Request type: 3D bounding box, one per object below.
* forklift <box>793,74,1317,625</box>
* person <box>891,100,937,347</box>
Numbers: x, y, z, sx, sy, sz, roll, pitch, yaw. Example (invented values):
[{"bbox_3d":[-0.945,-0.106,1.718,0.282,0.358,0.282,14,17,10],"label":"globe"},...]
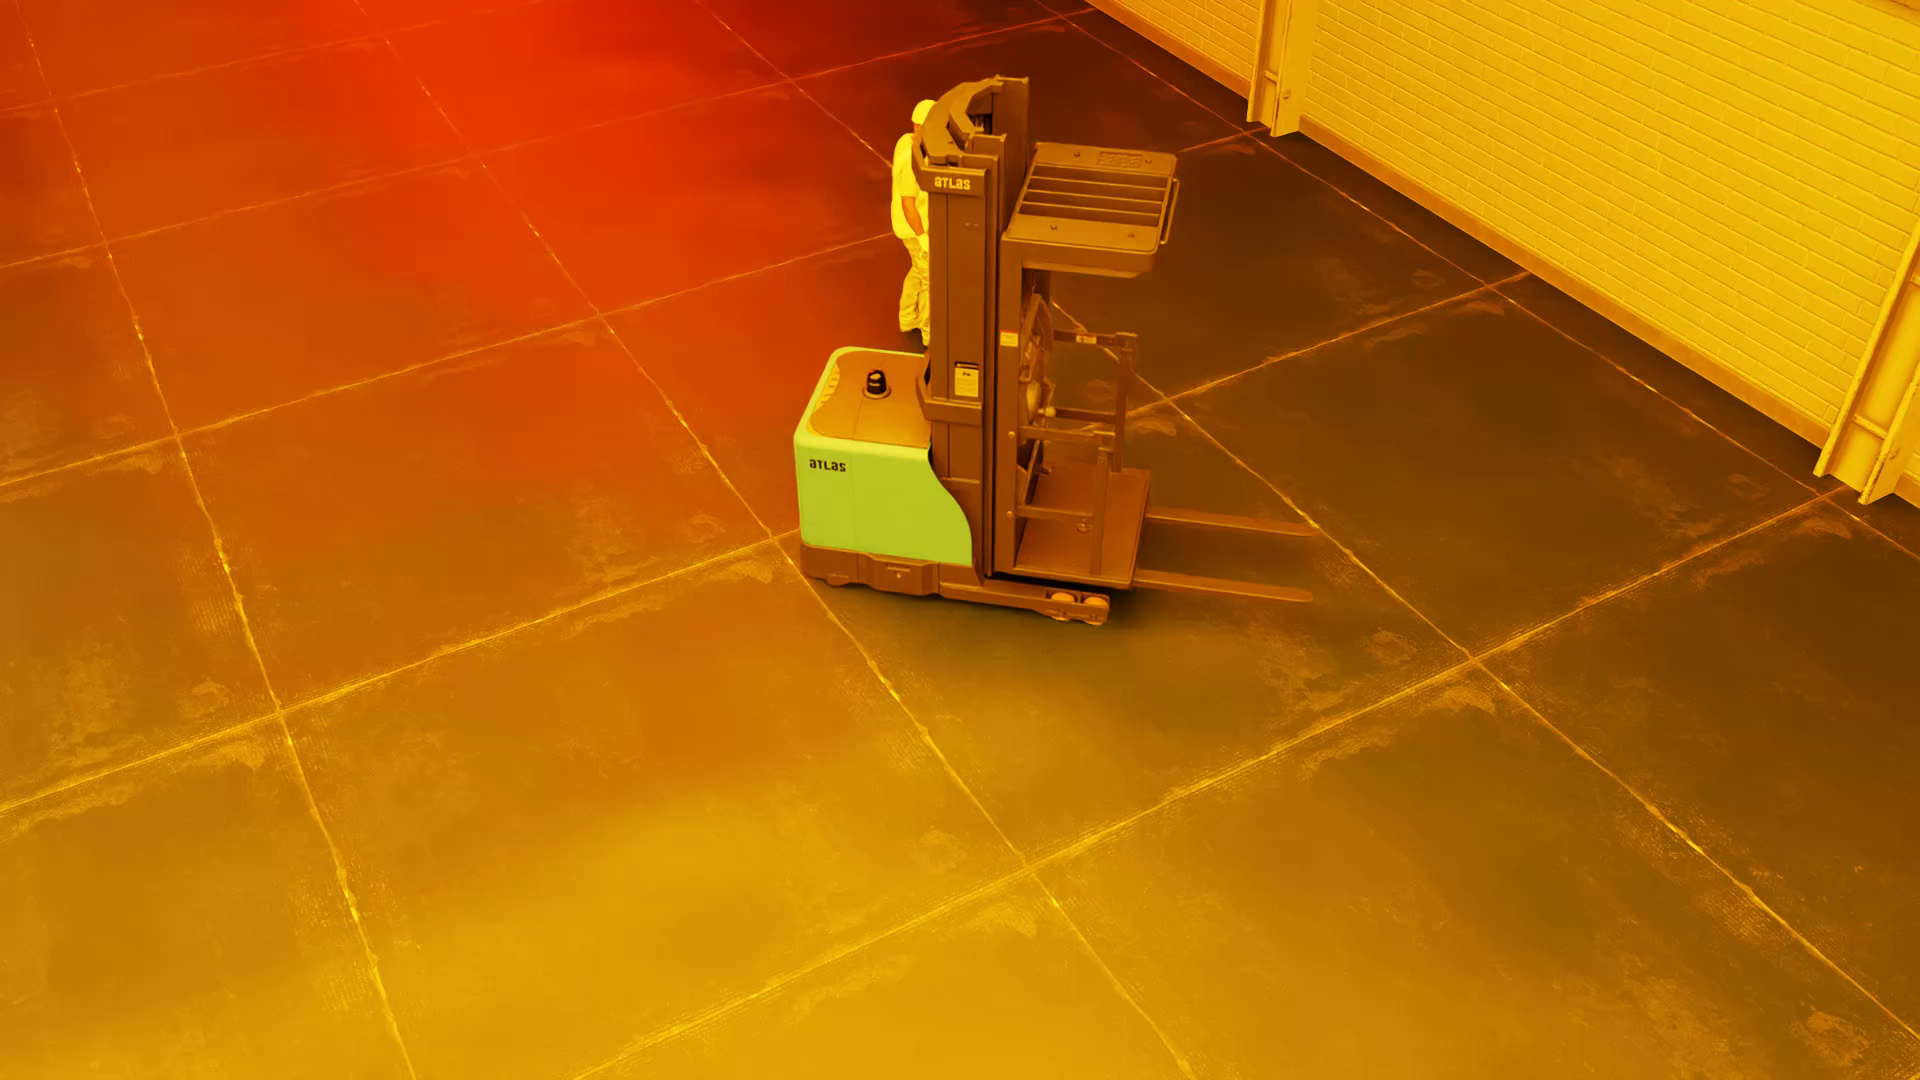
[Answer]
[{"bbox_3d":[0.611,-1.002,9.244,3.031,2.935,1.130,7,40,9],"label":"forklift"},{"bbox_3d":[-0.227,-2.203,11.610,0.491,1.762,0.753,-5,40,-5],"label":"person"}]
